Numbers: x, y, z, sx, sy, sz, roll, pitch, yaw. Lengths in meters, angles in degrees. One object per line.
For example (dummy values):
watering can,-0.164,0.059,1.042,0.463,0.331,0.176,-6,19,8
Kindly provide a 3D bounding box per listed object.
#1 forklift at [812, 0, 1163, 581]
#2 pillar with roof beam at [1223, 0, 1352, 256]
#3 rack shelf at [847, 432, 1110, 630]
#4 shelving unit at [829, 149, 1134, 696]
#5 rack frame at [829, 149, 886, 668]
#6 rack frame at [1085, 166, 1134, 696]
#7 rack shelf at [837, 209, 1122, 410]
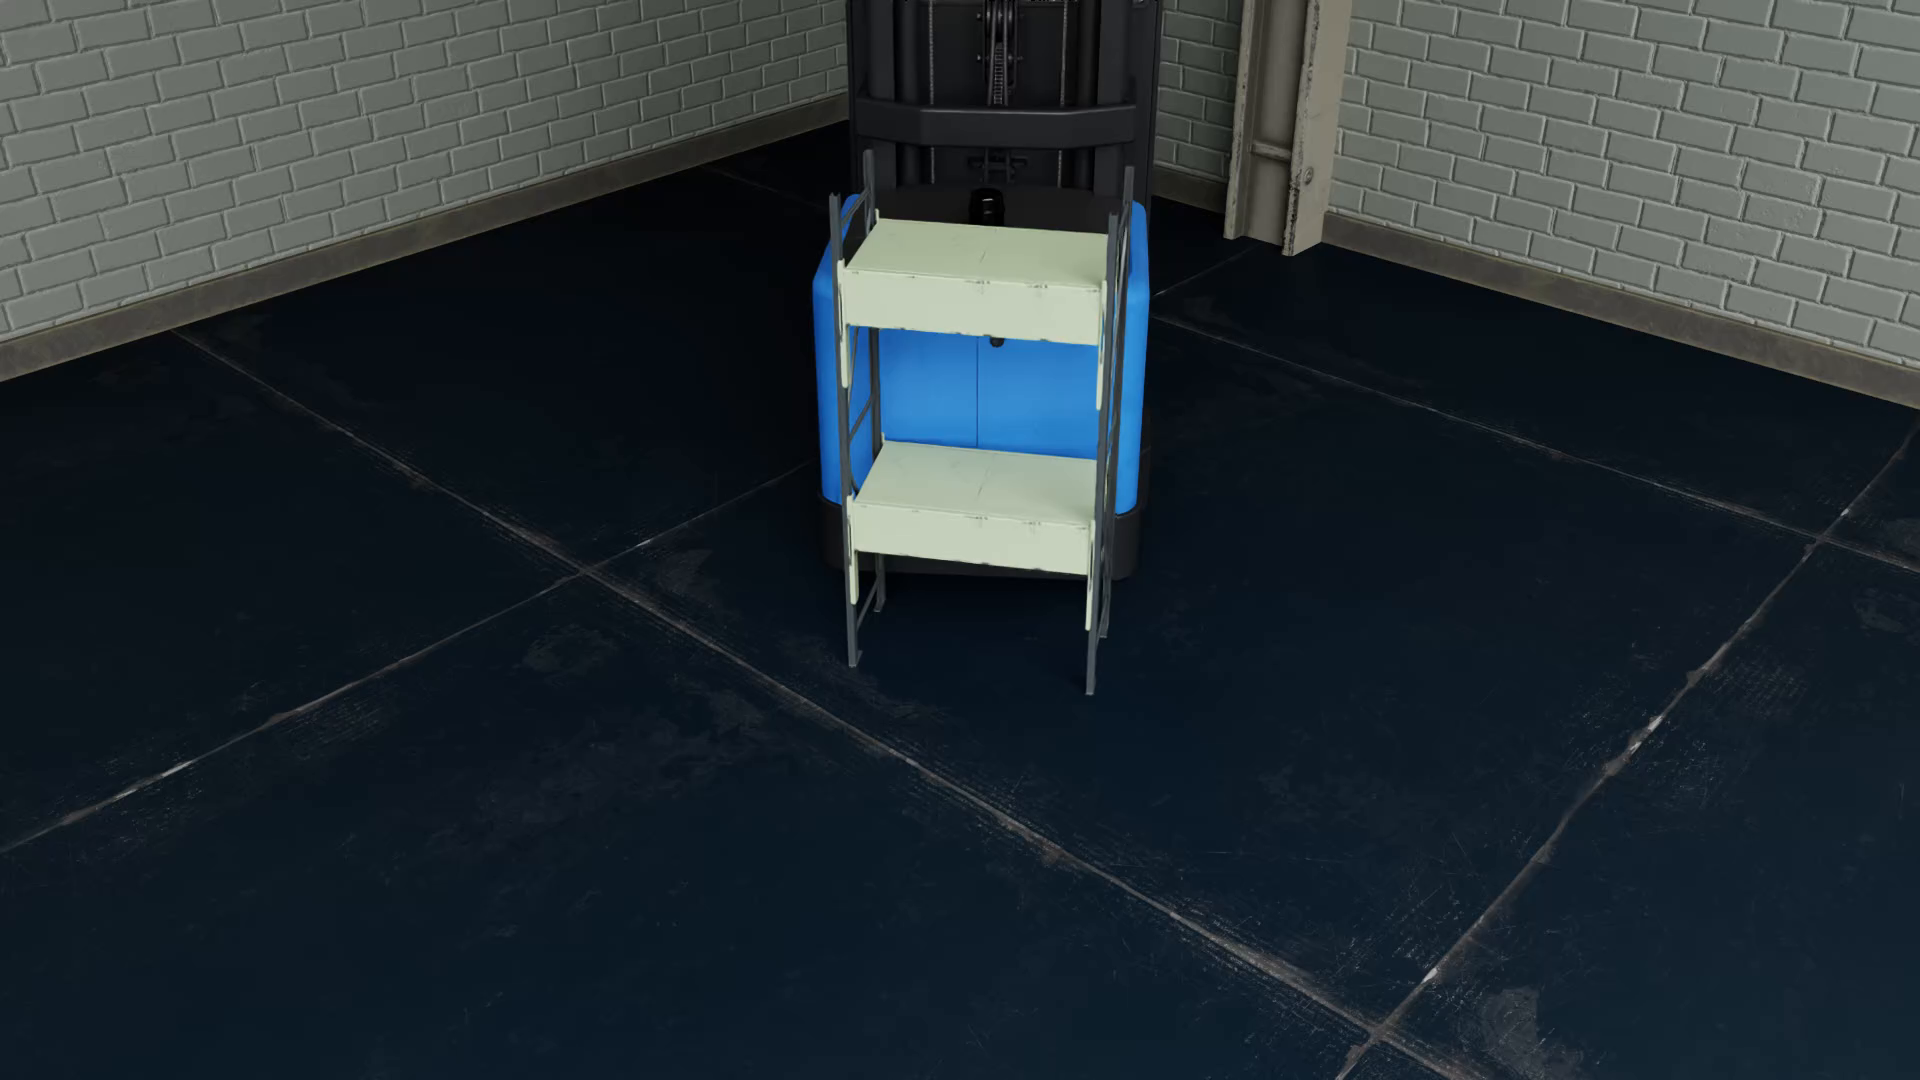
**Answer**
forklift,0.171,-1.855,5.989,1.130,2.935,3.031,2,31,4
pillar with roof beam,-1.338,-3.703,3.176,0.400,9.000,9.100,25,39,35
rack shelf,0.067,-0.035,4.986,0.720,0.370,0.431,6,32,10
shelving unit,0.067,-0.314,4.818,0.755,1.500,0.431,6,32,10
rack frame,-0.292,-0.351,4.879,0.023,1.500,0.400,6,32,10
rack frame,0.426,-0.277,4.756,0.023,1.500,0.400,6,32,10
rack shelf,0.067,-0.648,4.616,0.720,0.370,0.431,6,32,10
